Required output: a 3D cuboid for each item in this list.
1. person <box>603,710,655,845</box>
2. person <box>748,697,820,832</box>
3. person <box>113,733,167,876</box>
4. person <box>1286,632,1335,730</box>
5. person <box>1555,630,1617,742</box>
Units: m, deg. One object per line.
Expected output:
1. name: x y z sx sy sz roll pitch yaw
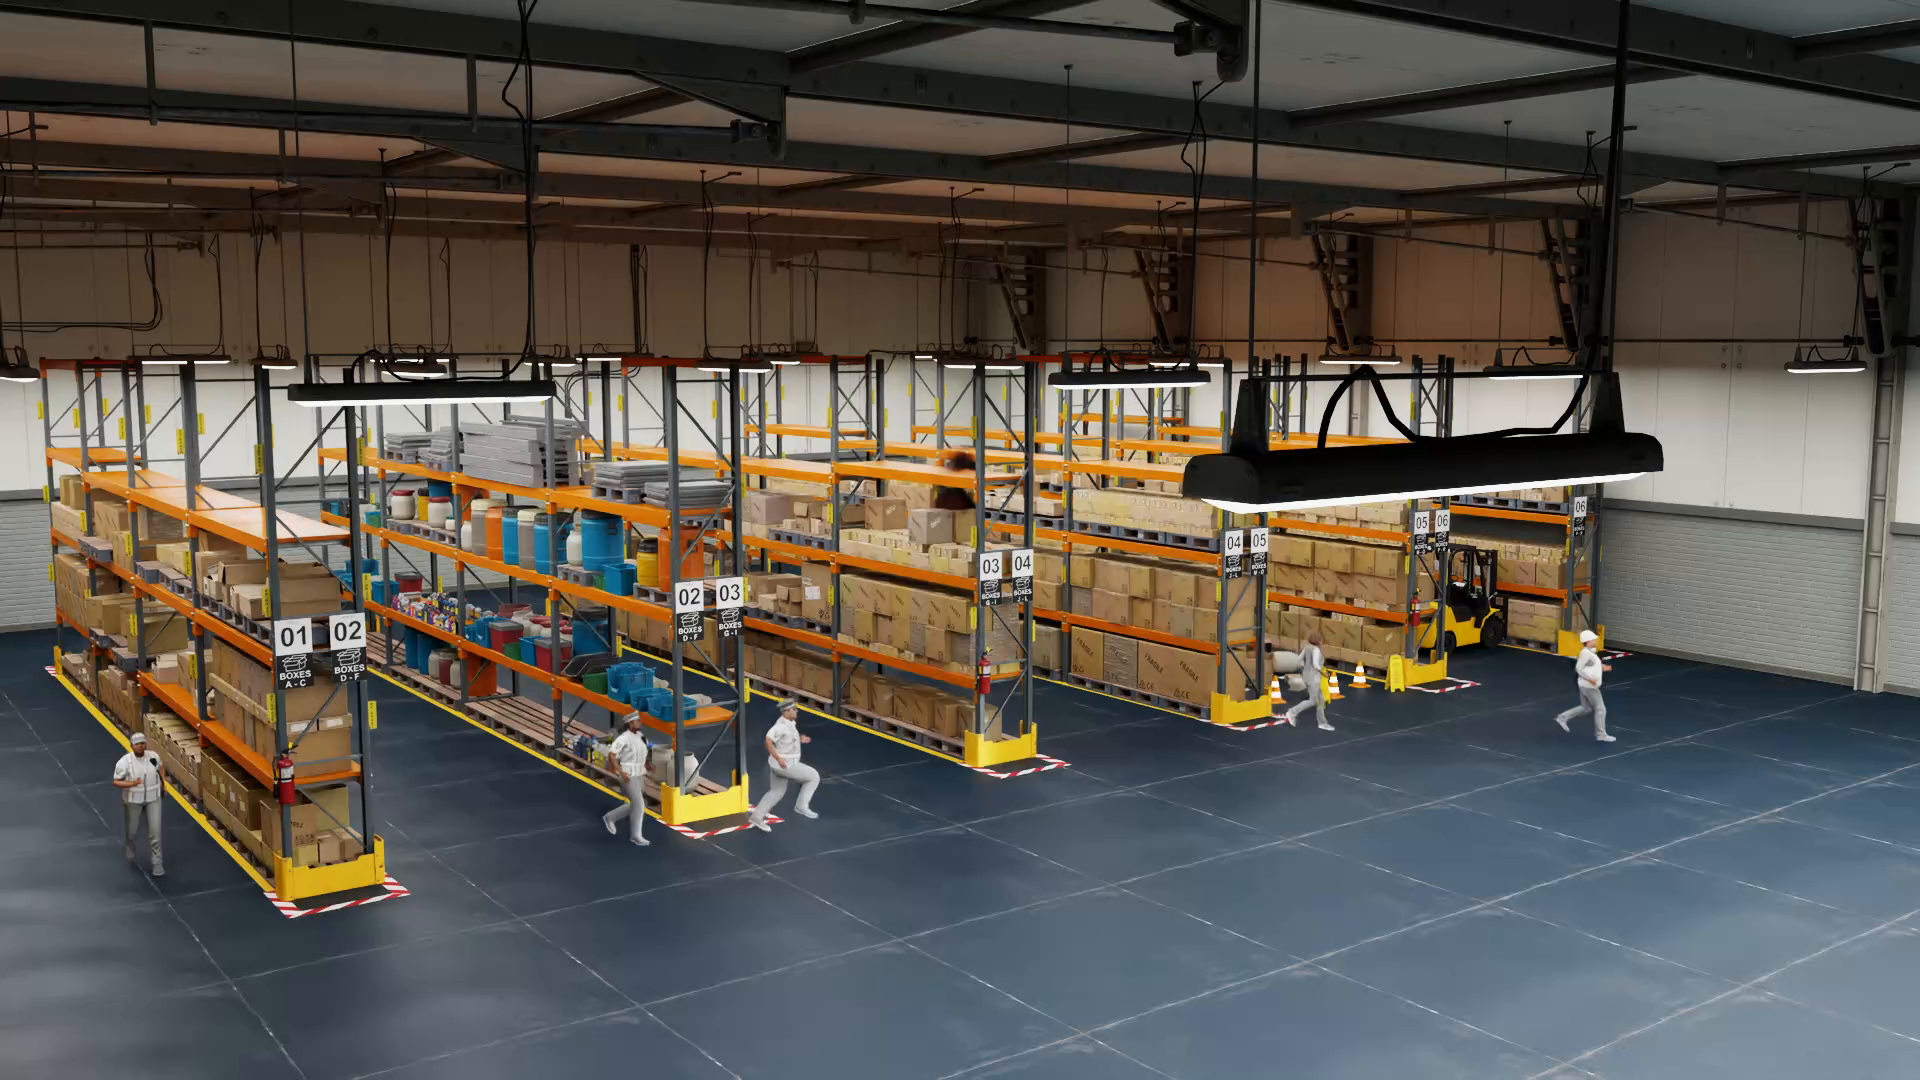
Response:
1. person: -4.198 2.994 21.111 0.707 1.679 0.617 3 7 21
2. person: -2.268 2.867 21.284 0.920 1.748 0.637 -2 7 -13
3. person: -9.767 3.117 19.862 0.607 1.641 0.941 -5 8 -36
4. person: 5.586 2.254 26.509 0.805 1.580 0.568 -1 7 -9
5. person: 9.932 2.299 26.305 0.925 1.750 0.667 2 7 16
